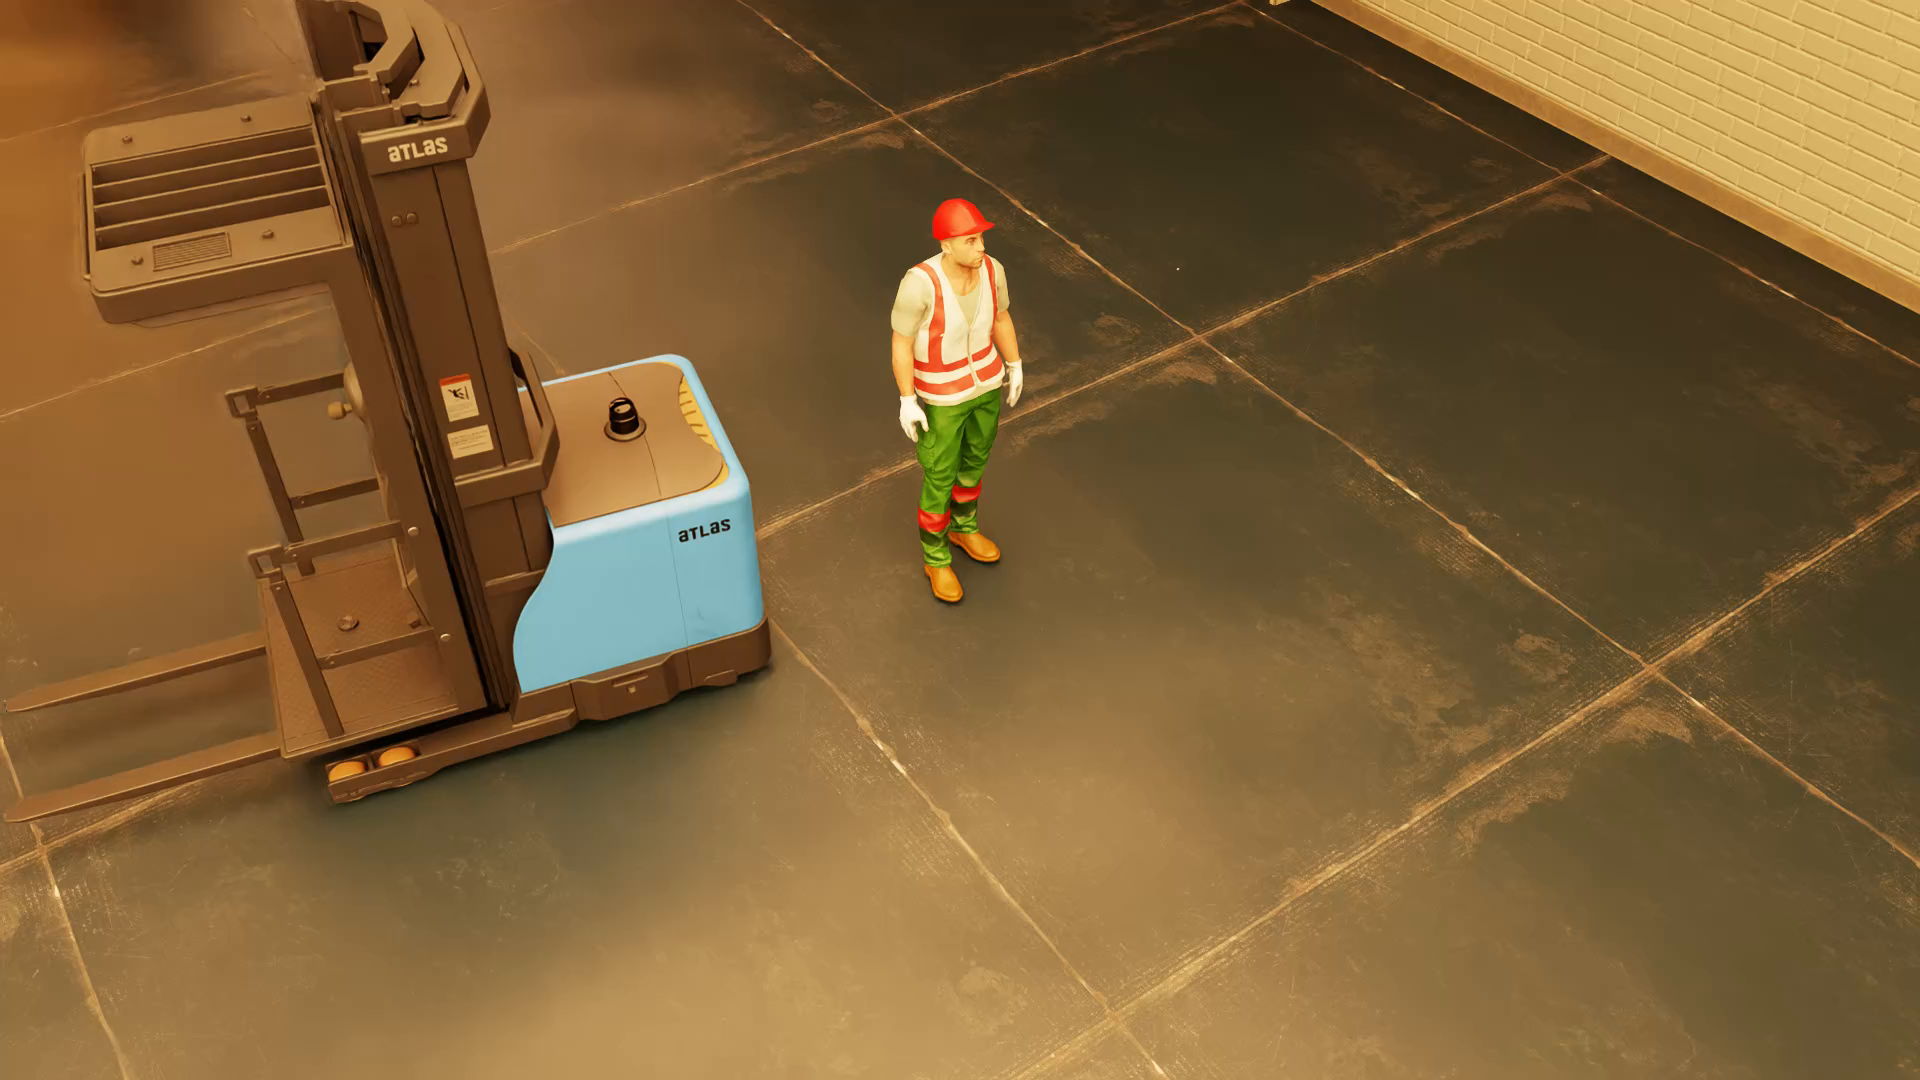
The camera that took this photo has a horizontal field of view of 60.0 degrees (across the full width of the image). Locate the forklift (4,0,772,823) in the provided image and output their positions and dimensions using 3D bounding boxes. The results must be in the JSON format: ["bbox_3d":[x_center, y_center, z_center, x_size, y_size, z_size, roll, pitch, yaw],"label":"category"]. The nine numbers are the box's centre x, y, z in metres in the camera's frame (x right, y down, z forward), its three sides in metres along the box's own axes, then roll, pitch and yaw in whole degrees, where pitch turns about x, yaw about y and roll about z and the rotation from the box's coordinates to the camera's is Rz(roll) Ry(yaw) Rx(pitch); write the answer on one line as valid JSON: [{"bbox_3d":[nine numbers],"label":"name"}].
[{"bbox_3d":[-2.388,-0.430,6.182,3.031,2.935,1.130,-16,45,-16],"label":"forklift"}]

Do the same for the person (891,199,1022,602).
[{"bbox_3d":[0.038,-0.614,7.214,0.638,1.789,0.562,-25,48,-25],"label":"person"}]
